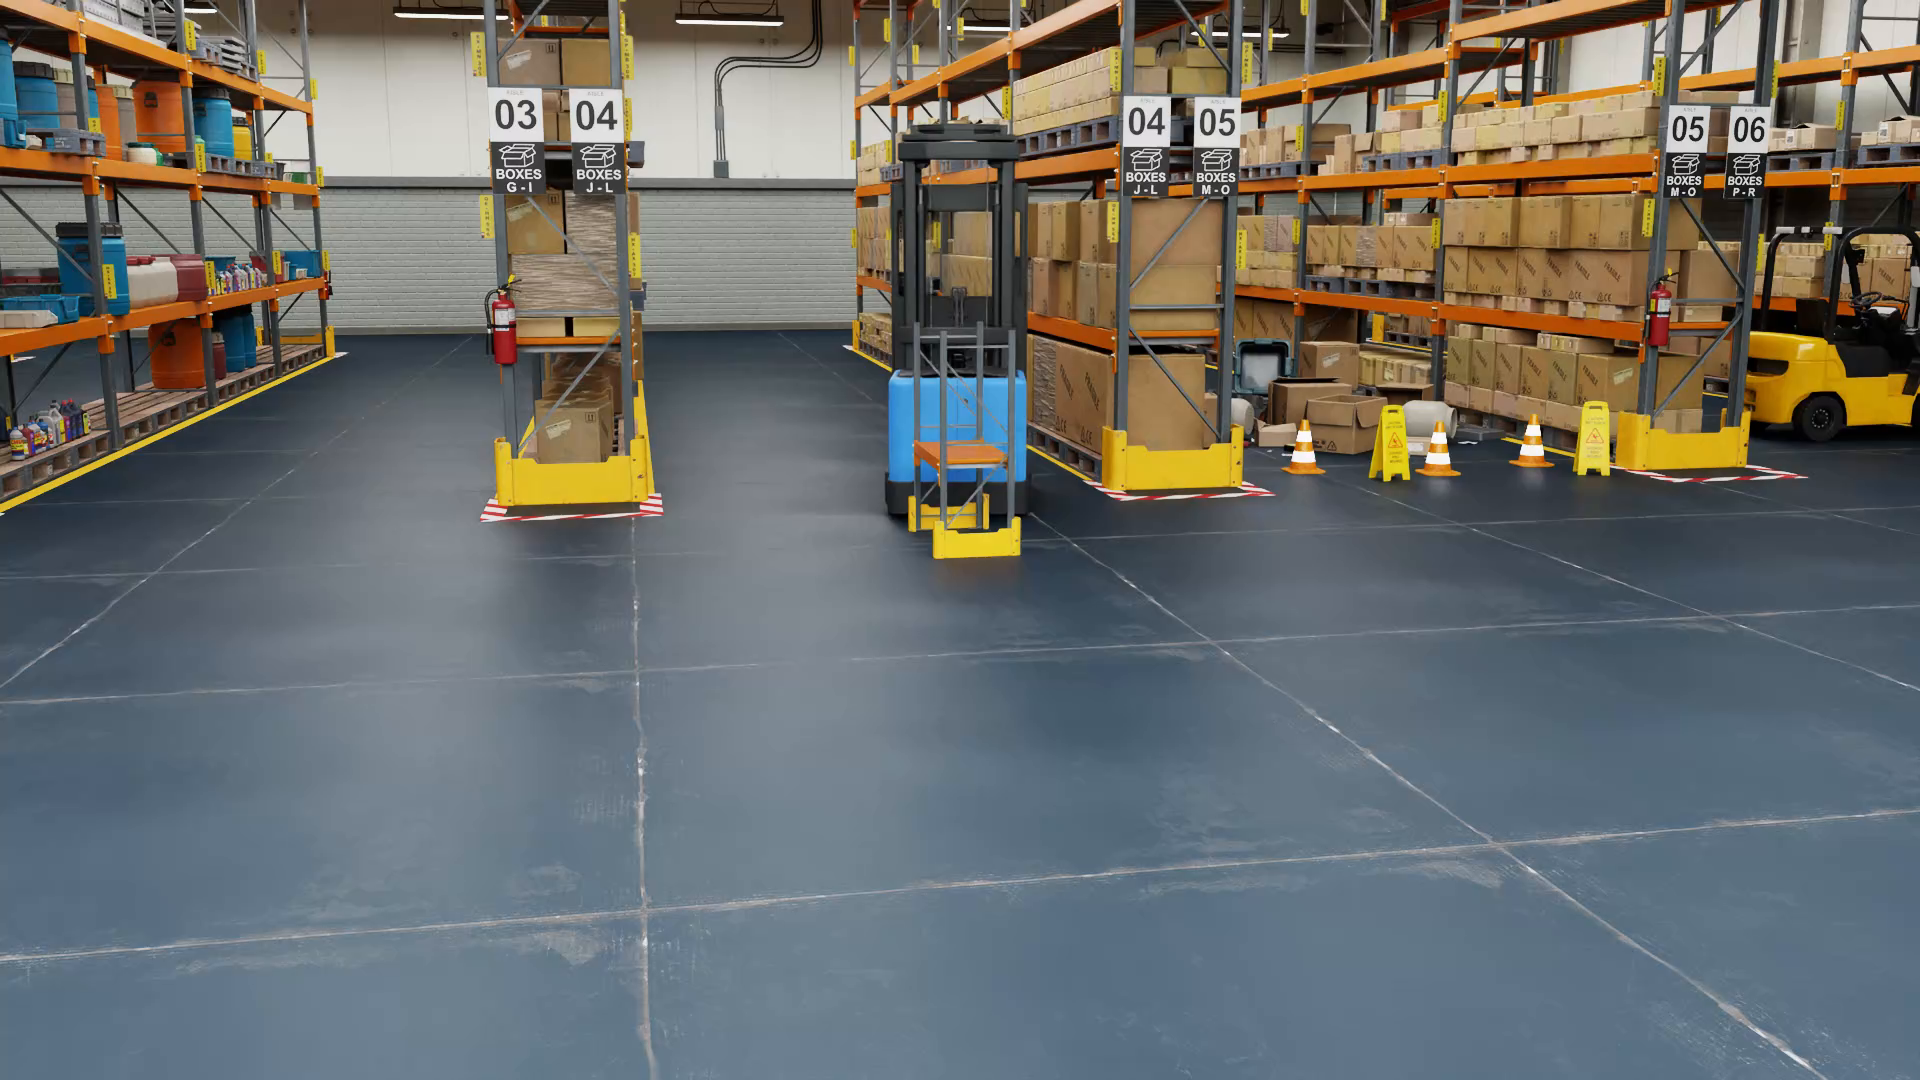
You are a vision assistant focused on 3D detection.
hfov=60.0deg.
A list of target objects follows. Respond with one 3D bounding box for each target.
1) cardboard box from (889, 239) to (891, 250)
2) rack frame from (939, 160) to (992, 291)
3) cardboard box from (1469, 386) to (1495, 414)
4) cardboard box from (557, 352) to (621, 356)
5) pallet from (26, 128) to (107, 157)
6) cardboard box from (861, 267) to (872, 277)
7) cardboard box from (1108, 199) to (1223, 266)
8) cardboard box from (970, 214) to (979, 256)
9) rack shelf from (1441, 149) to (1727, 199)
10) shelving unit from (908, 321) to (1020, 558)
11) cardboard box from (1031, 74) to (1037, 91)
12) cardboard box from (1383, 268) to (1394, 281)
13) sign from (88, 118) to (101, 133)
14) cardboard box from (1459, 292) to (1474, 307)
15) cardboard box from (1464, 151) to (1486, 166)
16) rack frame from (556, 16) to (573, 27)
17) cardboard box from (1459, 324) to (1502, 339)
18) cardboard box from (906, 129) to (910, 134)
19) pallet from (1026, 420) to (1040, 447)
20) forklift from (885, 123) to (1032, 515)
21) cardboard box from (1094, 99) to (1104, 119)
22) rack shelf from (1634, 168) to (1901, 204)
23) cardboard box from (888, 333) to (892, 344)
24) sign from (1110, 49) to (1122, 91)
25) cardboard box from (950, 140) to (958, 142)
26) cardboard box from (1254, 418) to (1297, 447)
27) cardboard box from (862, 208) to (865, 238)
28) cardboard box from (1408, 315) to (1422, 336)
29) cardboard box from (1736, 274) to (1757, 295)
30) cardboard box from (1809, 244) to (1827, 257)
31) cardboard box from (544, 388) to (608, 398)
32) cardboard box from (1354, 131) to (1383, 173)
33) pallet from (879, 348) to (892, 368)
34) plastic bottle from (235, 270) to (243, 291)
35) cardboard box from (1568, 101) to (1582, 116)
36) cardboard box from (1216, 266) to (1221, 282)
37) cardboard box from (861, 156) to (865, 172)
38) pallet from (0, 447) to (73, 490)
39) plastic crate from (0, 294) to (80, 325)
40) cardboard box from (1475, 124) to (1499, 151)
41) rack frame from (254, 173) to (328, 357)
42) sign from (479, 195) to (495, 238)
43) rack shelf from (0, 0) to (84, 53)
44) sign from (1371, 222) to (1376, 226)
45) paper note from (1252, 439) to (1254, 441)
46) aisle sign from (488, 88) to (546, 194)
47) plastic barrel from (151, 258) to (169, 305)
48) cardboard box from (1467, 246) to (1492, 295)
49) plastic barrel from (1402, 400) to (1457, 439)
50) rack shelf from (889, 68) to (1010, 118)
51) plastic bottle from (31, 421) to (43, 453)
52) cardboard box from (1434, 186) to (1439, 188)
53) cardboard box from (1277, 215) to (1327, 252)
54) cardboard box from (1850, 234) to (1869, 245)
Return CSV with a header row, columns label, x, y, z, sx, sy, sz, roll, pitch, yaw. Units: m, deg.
label,x,y,z,sx,sy,sz,roll,pitch,yaw
cardboard box,-0.853,-4.377,24.629,0.380,0.149,0.250,-2,11,-9
rack frame,0.239,-3.408,21.581,1.000,3.000,0.127,-2,11,-11
cardboard box,5.818,-1.513,17.855,0.500,0.250,0.500,-1,11,-8
cardboard box,-4.258,-1.907,19.205,0.700,0.500,0.500,-1,11,-6
pallet,-8.490,-3.585,14.991,1.213,0.211,1.003,-2,11,-11
cardboard box,-1.485,-4.584,28.432,0.380,0.149,0.250,-2,11,-13
cardboard box,1.761,-2.615,14.122,0.875,0.550,0.550,-2,11,-11
cardboard box,0.518,-3.679,20.063,0.700,0.500,0.500,-2,11,-12
rack shelf,6.242,-3.627,16.629,1.077,0.370,4.000,-2,11,-11
shelving unit,0.015,-0.723,11.483,0.587,1.500,1.083,-2,11,-11
cardboard box,0.904,-4.453,16.197,0.380,0.149,0.250,-2,11,-12
cardboard box,5.310,-3.182,19.941,0.380,0.149,0.250,-2,11,-11
sign,-8.184,-3.829,15.743,0.100,0.325,0.005,-2,11,-11
cardboard box,5.700,-2.636,18.195,0.380,0.149,0.250,-2,11,-9
cardboard box,5.667,-4.107,17.902,0.380,0.149,0.250,-2,11,-11
rack frame,-6.202,-7.661,27.879,1.000,3.000,0.127,-2,11,-11
cardboard box,5.668,-2.273,18.105,0.380,0.149,0.250,-2,11,-10
cardboard box,-0.367,-5.584,23.593,0.797,0.503,0.637,-2,11,-12
pallet,1.088,-1.163,17.240,1.003,0.211,1.213,-2,11,-11
forklift,-0.001,-1.843,13.542,1.130,2.935,3.031,0,11,1
cardboard box,1.350,-3.642,14.065,0.380,0.149,0.250,-2,11,-11
rack shelf,10.332,-4.541,21.436,1.077,0.370,4.000,-2,11,-11
cardboard box,-0.912,-3.140,25.878,0.380,0.149,0.250,-2,11,-10
sign,1.260,-3.793,13.426,0.100,0.325,0.005,-2,11,-11
cardboard box,0.164,-4.953,20.521,0.500,0.311,0.500,-2,11,-11
cardboard box,3.158,-1.083,16.678,0.396,0.266,0.258,0,11,-1
cardboard box,-1.385,-5.378,28.191,0.500,0.500,0.500,-2,11,-9
cardboard box,8.541,-3.960,30.041,0.700,0.500,0.500,-2,11,-9
cardboard box,10.197,-3.248,21.139,0.500,0.250,0.500,-2,11,-11
cardboard box,10.437,-3.477,19.939,0.380,0.149,0.250,-2,11,-9
cardboard box,-3.448,-1.097,14.998,0.500,0.500,0.500,-1,11,-6
cardboard box,5.400,-4.852,20.870,0.797,0.503,0.637,-2,11,-11
pallet,-0.704,-2.894,26.337,1.003,0.211,1.213,-2,11,-11
plastic bottle,-9.648,-3.452,22.141,0.152,0.276,0.135,-2,11,-11
cardboard box,6.131,-4.170,16.100,0.380,0.149,0.250,-2,11,-13
cardboard box,4.226,-4.082,25.520,0.500,0.250,0.500,-2,11,-12
cardboard box,-1.384,-6.335,28.001,0.500,0.250,0.500,-2,11,-12
pallet,-8.396,-0.614,14.358,1.003,0.211,1.213,-2,11,-11
plastic crate,-8.245,-2.067,14.929,0.499,0.251,0.616,-2,11,-11
cardboard box,5.779,-4.234,17.504,0.500,0.250,0.500,-2,11,-11
rack frame,-11.060,-4.534,27.493,1.000,3.000,0.127,-2,11,-11
sign,-3.638,-2.487,12.797,0.100,0.325,0.005,-2,11,-11
rack shelf,-8.337,-4.363,13.547,1.077,0.370,4.000,-2,11,-11
sign,5.605,-4.158,22.636,0.100,0.325,0.005,-2,11,-11
paper note,3.076,-1.030,17.046,0.172,0.023,0.155,2,11,9
aisle sign,-3.372,-3.034,12.662,0.394,0.787,0.004,-2,11,-11
plastic barrel,-9.013,-2.863,18.418,0.421,0.512,0.421,0,11,0
cardboard box,5.786,-2.886,17.776,0.500,0.500,0.500,-2,11,-11
plastic barrel,4.744,-1.198,16.857,0.512,0.421,0.421,6,12,28
rack shelf,-0.150,-6.172,23.052,1.077,0.370,4.000,-2,11,-11
plastic bottle,-8.081,-0.900,14.523,0.097,0.271,0.097,0,11,0
cardboard box,8.477,-6.208,28.942,0.380,0.149,0.250,-2,11,-10
cardboard box,4.718,-4.232,22.970,0.500,0.500,0.500,-2,11,-13
cardboard box,10.492,-3.499,19.260,0.380,0.149,0.250,-2,11,-10
